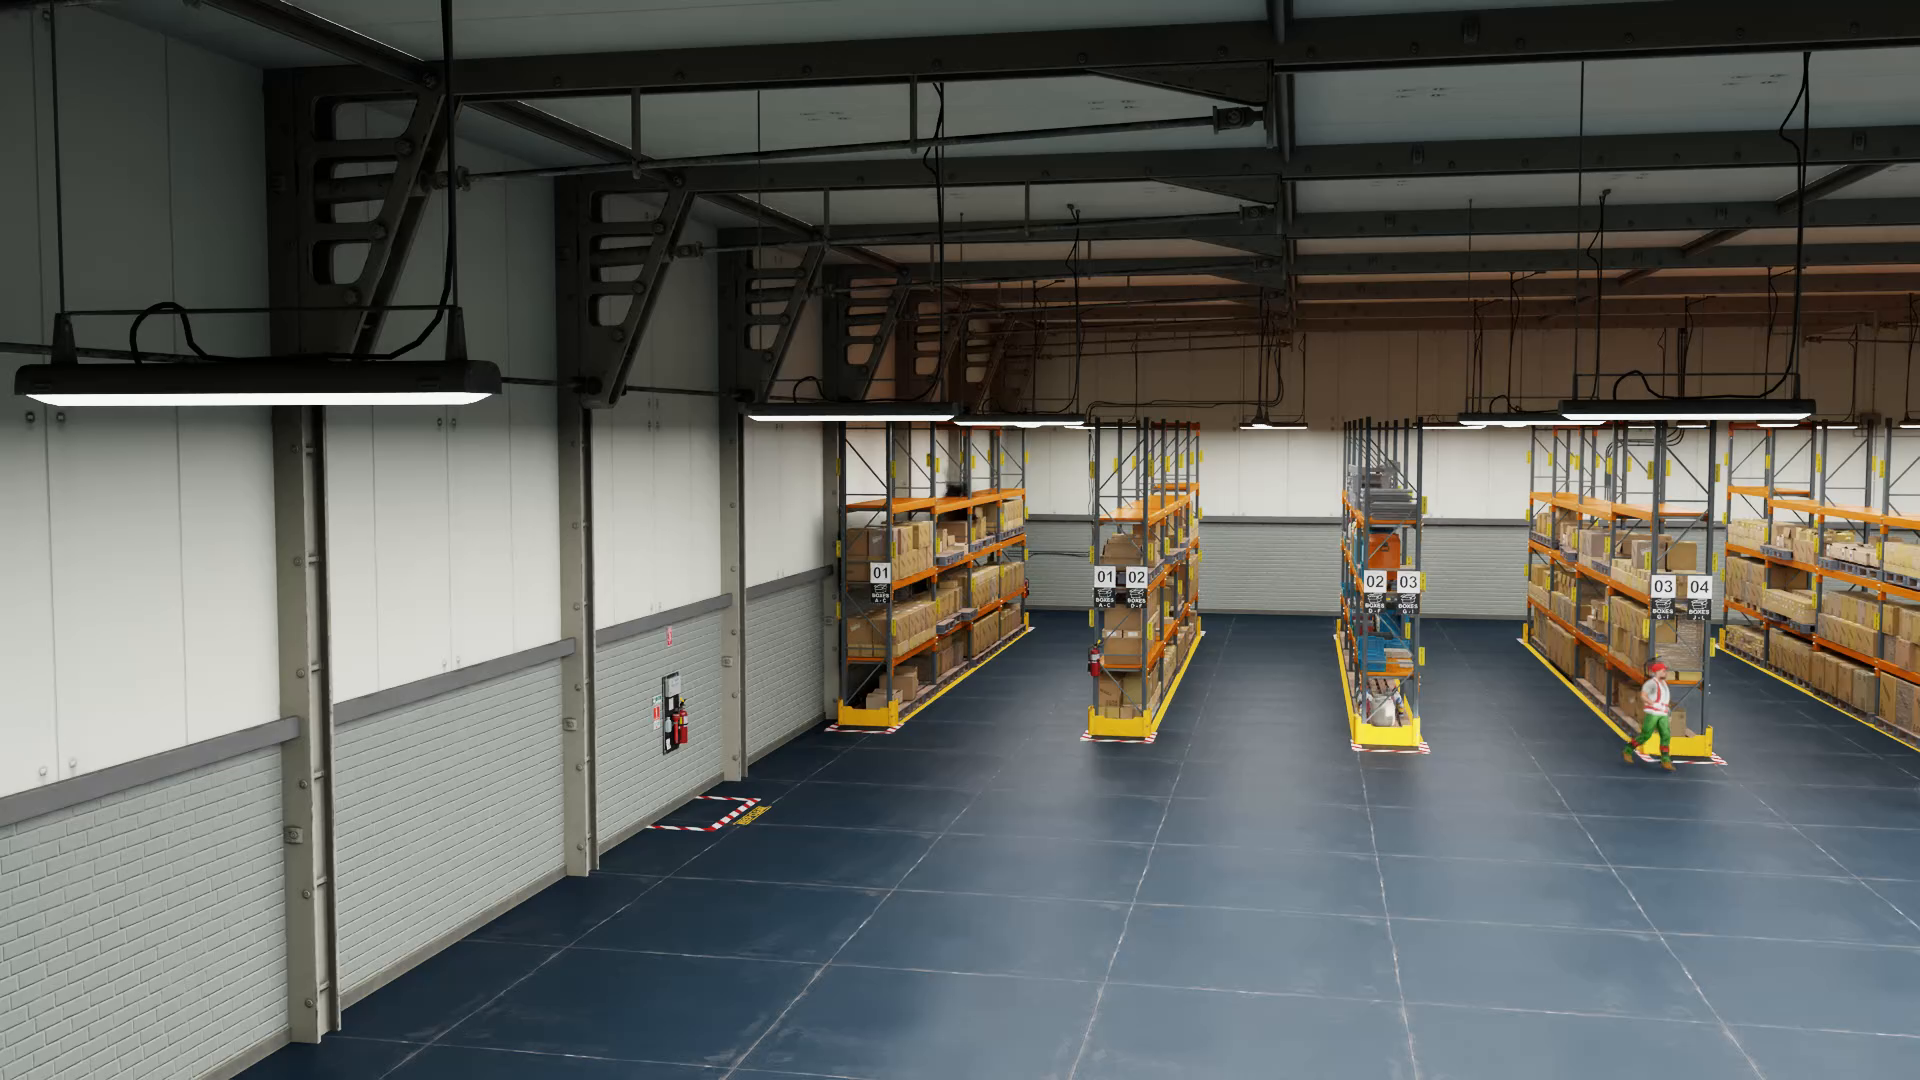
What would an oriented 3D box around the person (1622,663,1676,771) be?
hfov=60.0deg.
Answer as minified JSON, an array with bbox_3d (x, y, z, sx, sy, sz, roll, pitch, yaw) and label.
[{"bbox_3d":[11.900,2.982,28.361,0.719,1.764,0.978,-2,4,-30],"label":"person"}]

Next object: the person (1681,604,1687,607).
[{"bbox_3d":[18.816,2.072,43.465,0.661,1.590,0.983,3,5,35],"label":"person"}]
